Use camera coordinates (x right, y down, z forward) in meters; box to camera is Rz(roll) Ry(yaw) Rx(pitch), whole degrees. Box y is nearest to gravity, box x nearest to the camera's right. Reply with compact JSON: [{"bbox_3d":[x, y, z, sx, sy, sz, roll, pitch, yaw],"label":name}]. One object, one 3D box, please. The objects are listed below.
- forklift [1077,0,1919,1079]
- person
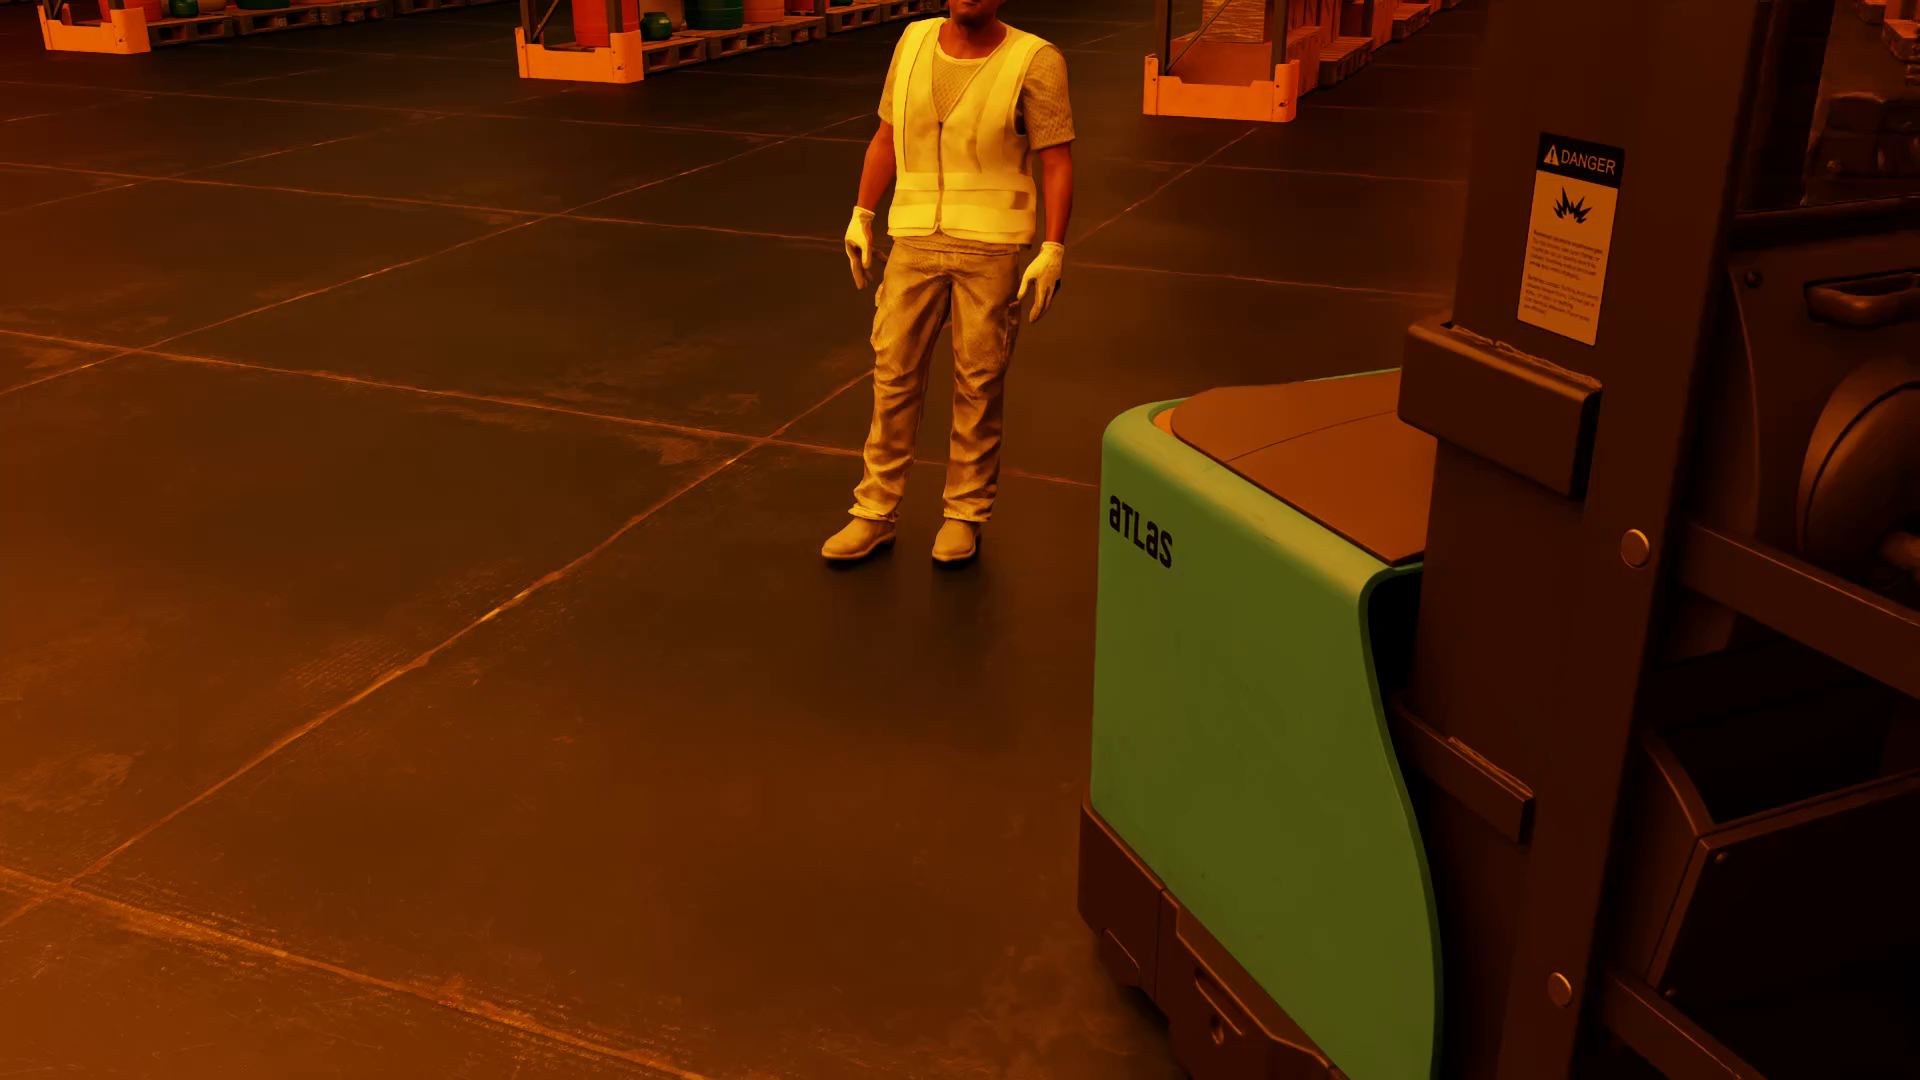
[{"bbox_3d":[1.278,-0.144,1.636,1.130,2.935,3.031,-10,24,-22],"label":"forklift"},{"bbox_3d":[-0.035,-0.804,4.687,0.656,1.784,0.575,9,24,21],"label":"person"}]
